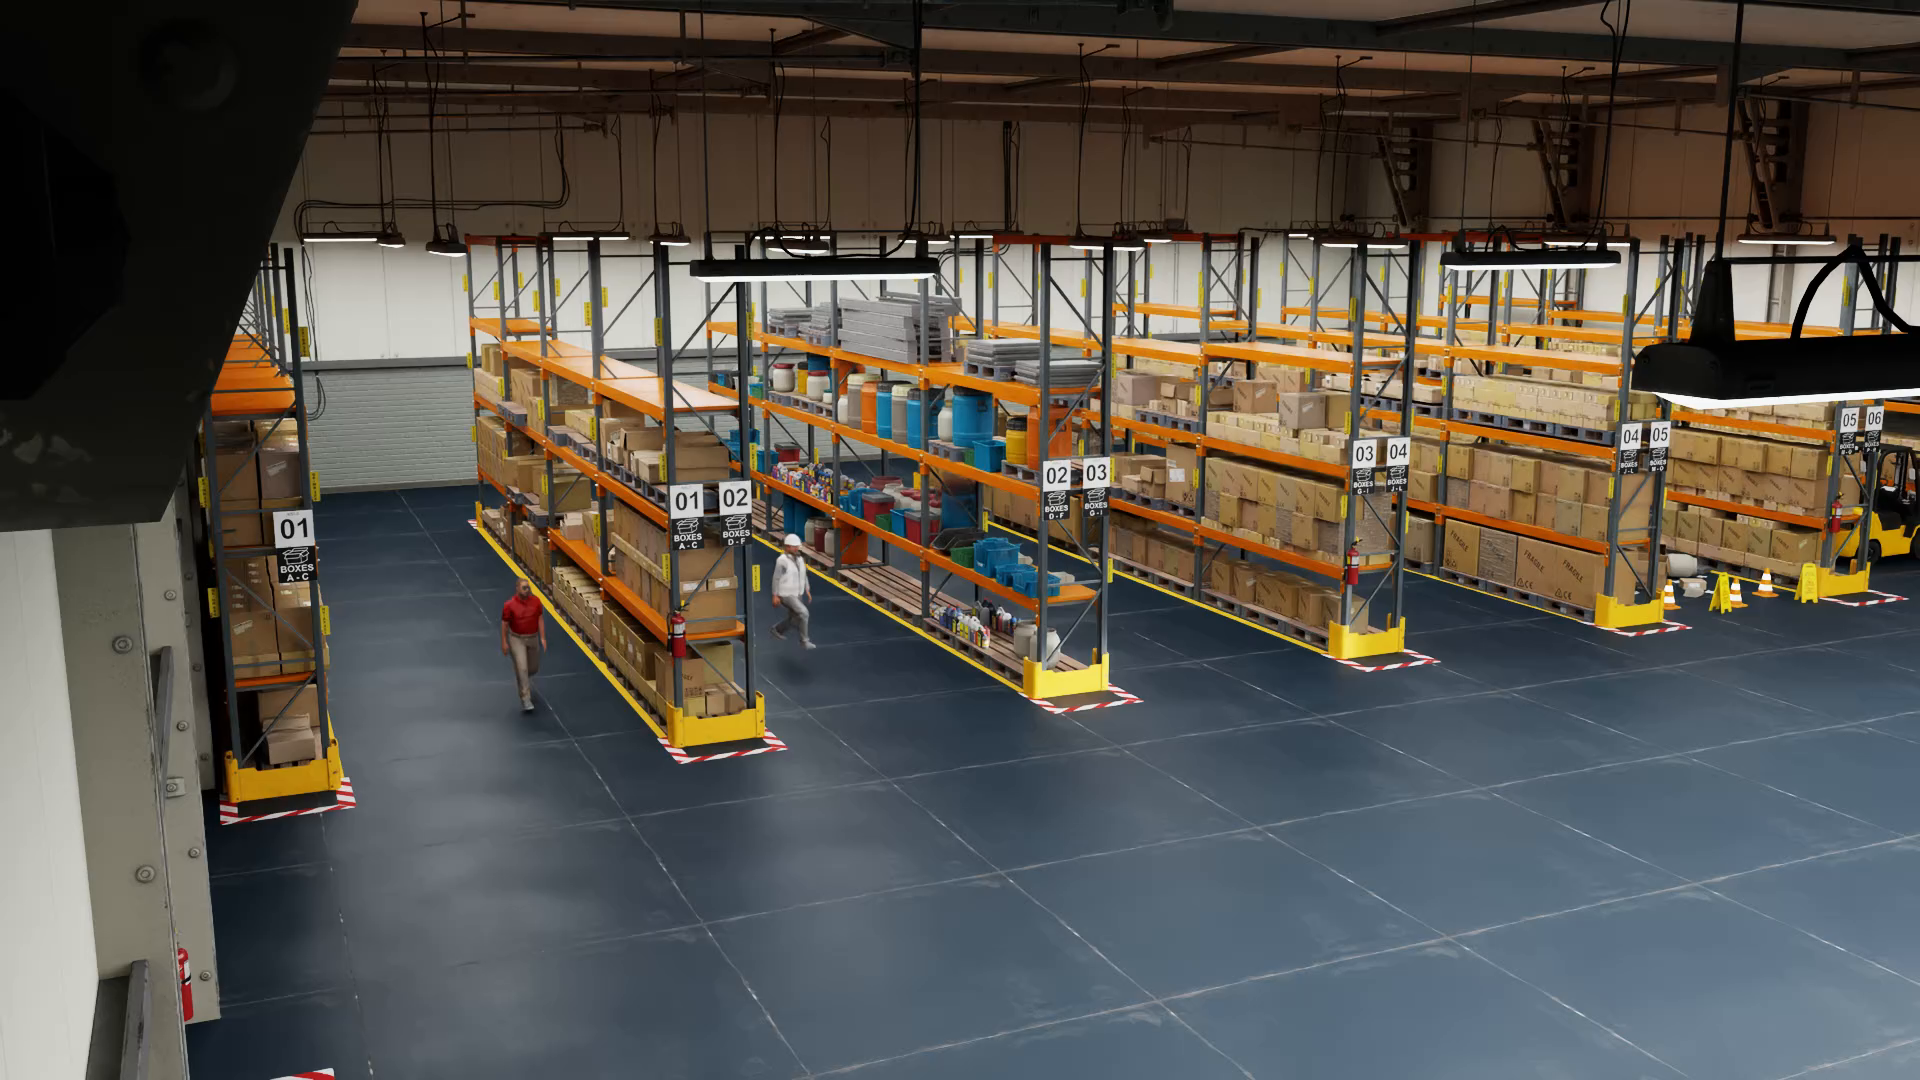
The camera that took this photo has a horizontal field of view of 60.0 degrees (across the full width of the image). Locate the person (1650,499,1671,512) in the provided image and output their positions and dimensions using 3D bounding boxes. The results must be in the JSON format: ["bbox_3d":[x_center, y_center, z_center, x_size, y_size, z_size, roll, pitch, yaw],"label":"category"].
[{"bbox_3d":[15.303,-1.406,36.072,0.438,1.691,0.543,-10,15,-41],"label":"person"}]

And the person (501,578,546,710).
[{"bbox_3d":[-5.757,1.313,21.937,0.554,1.664,1.040,-10,15,-41],"label":"person"}]

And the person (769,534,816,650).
[{"bbox_3d":[-2.376,0.709,23.831,1.039,1.604,0.558,7,13,31],"label":"person"}]
